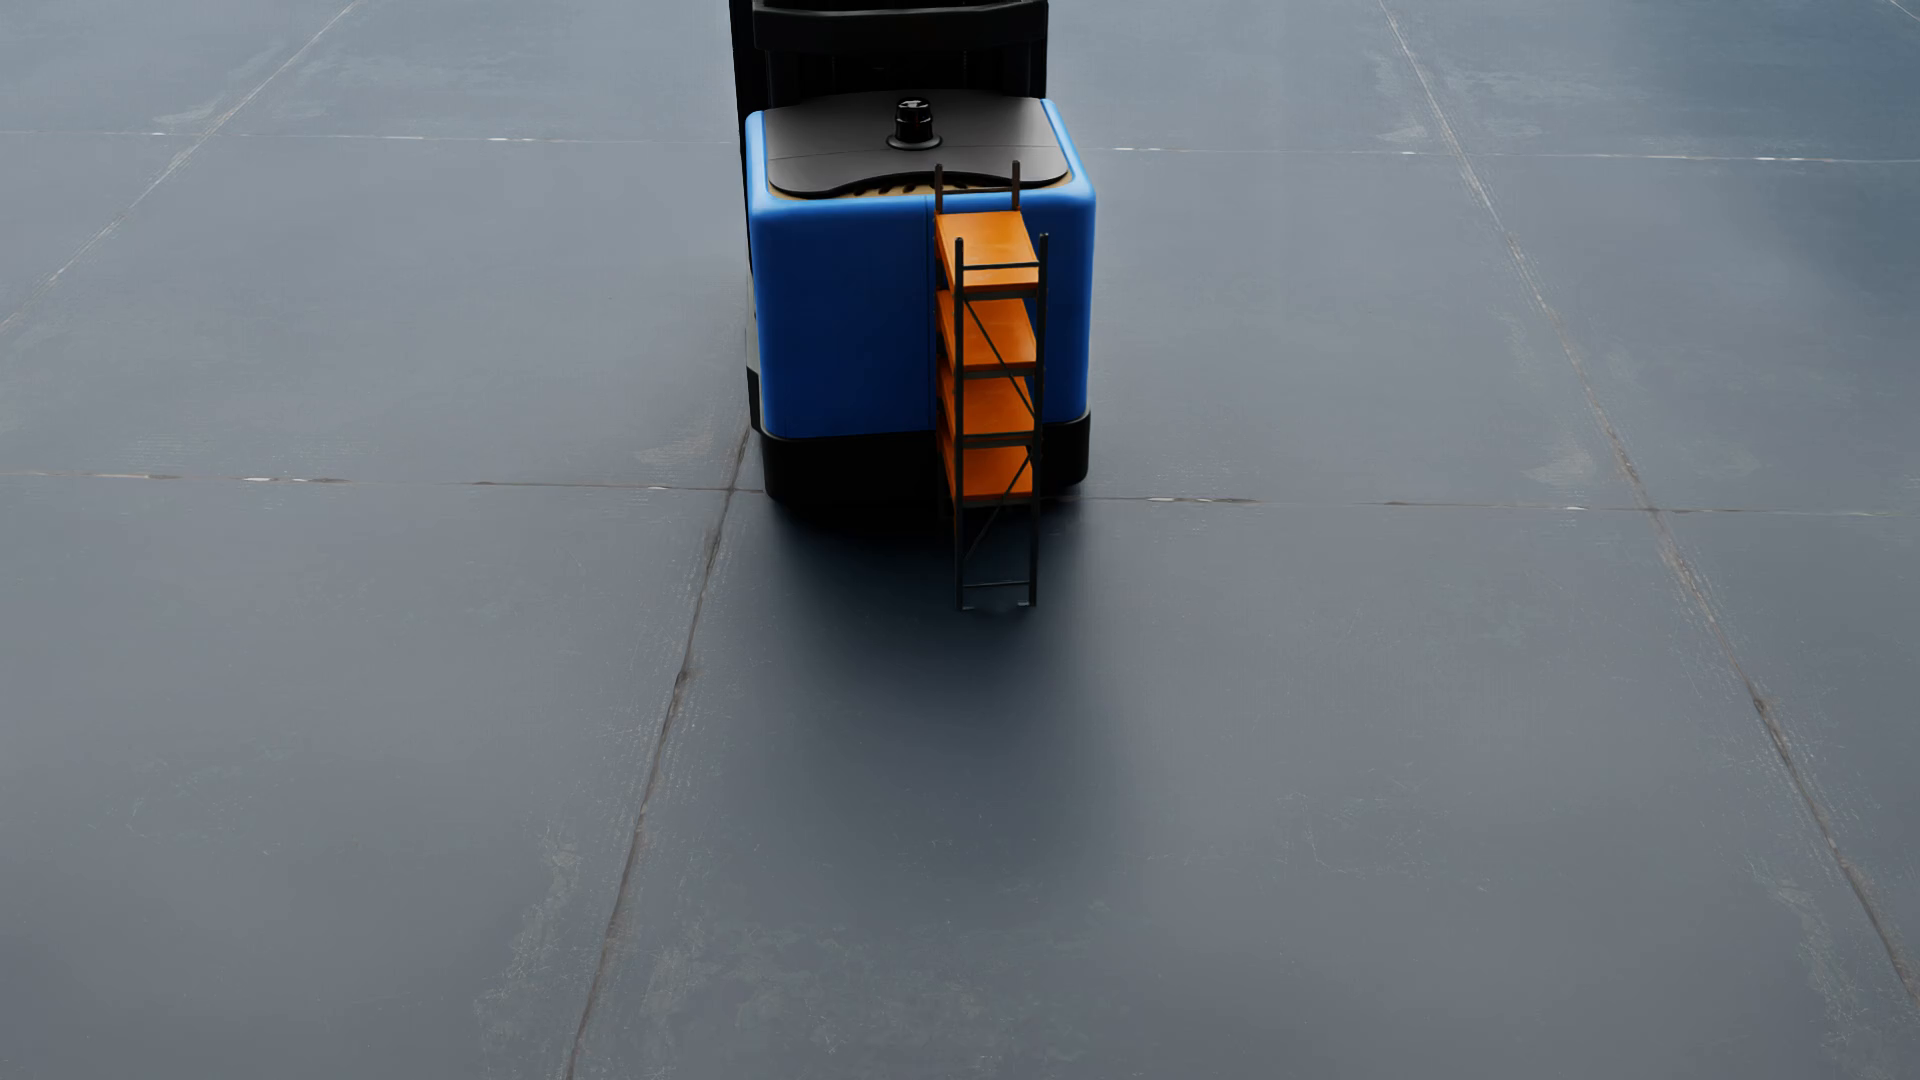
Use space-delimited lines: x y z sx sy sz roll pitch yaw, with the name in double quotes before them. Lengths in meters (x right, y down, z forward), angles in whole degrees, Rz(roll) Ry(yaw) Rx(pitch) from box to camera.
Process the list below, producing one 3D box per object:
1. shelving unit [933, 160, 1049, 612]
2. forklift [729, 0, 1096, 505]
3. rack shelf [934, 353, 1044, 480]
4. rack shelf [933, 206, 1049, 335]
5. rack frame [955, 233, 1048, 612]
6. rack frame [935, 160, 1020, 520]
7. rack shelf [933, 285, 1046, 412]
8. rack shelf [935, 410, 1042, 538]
"shelving unit" 0.078 -0.429 4.816 0.258 1.200 0.503 -4 35 -6
"forklift" -0.271 -2.144 5.751 1.130 2.935 3.031 -4 35 -6
"rack shelf" 0.078 -0.373 4.855 0.258 0.148 0.480 -4 35 -6
"rack shelf" 0.078 -0.750 4.590 0.258 0.148 0.480 -4 35 -6
"rack frame" 0.107 -0.289 4.618 0.240 1.200 0.015 -4 35 -6
"rack frame" 0.049 -0.568 5.014 0.240 1.200 0.015 -4 35 -6
"rack shelf" 0.078 -0.556 4.726 0.258 0.148 0.480 -4 35 -6
"rack shelf" 0.078 -0.211 4.969 0.258 0.148 0.480 -4 35 -6
